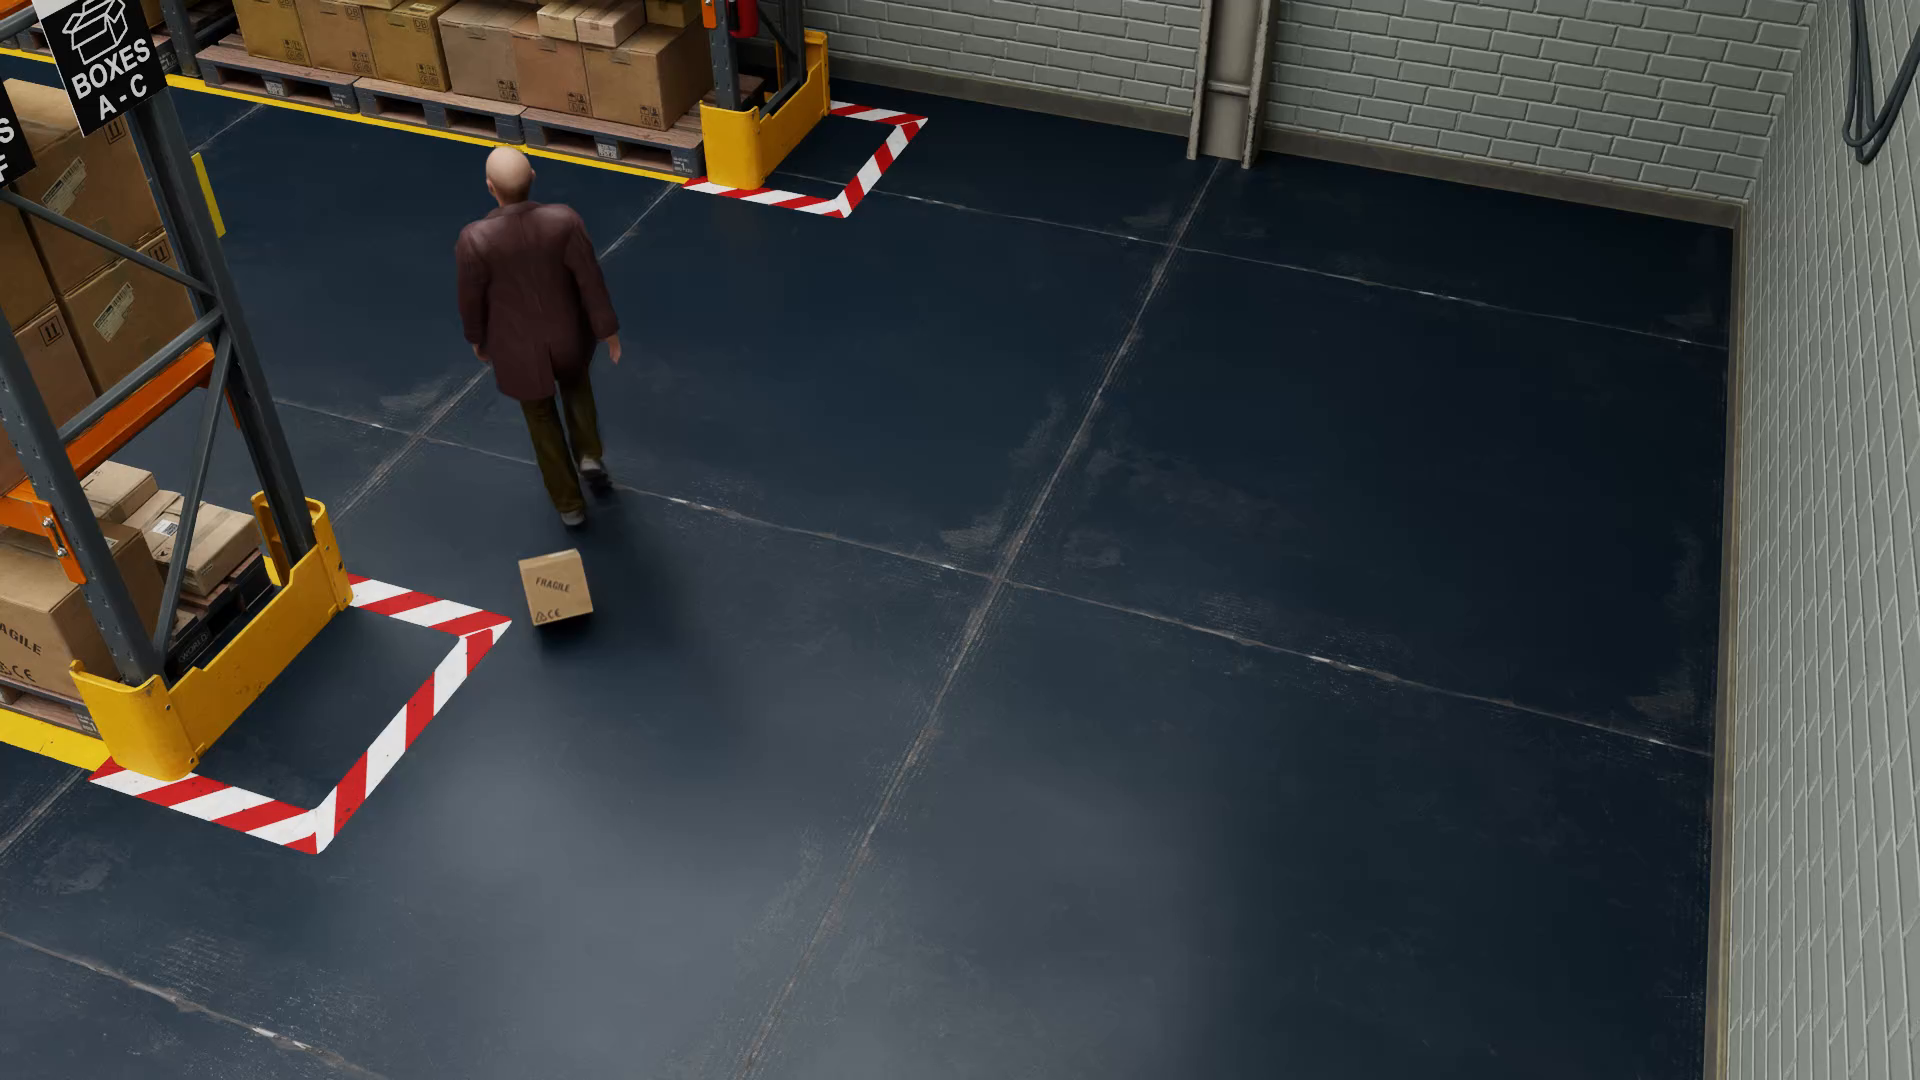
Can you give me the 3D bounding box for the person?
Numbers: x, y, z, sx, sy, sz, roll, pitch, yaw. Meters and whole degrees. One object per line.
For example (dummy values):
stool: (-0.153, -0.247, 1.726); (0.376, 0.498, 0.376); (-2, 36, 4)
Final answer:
person: (-1.804, -0.871, 7.171); (0.620, 1.833, 0.541); (-19, 44, -21)
